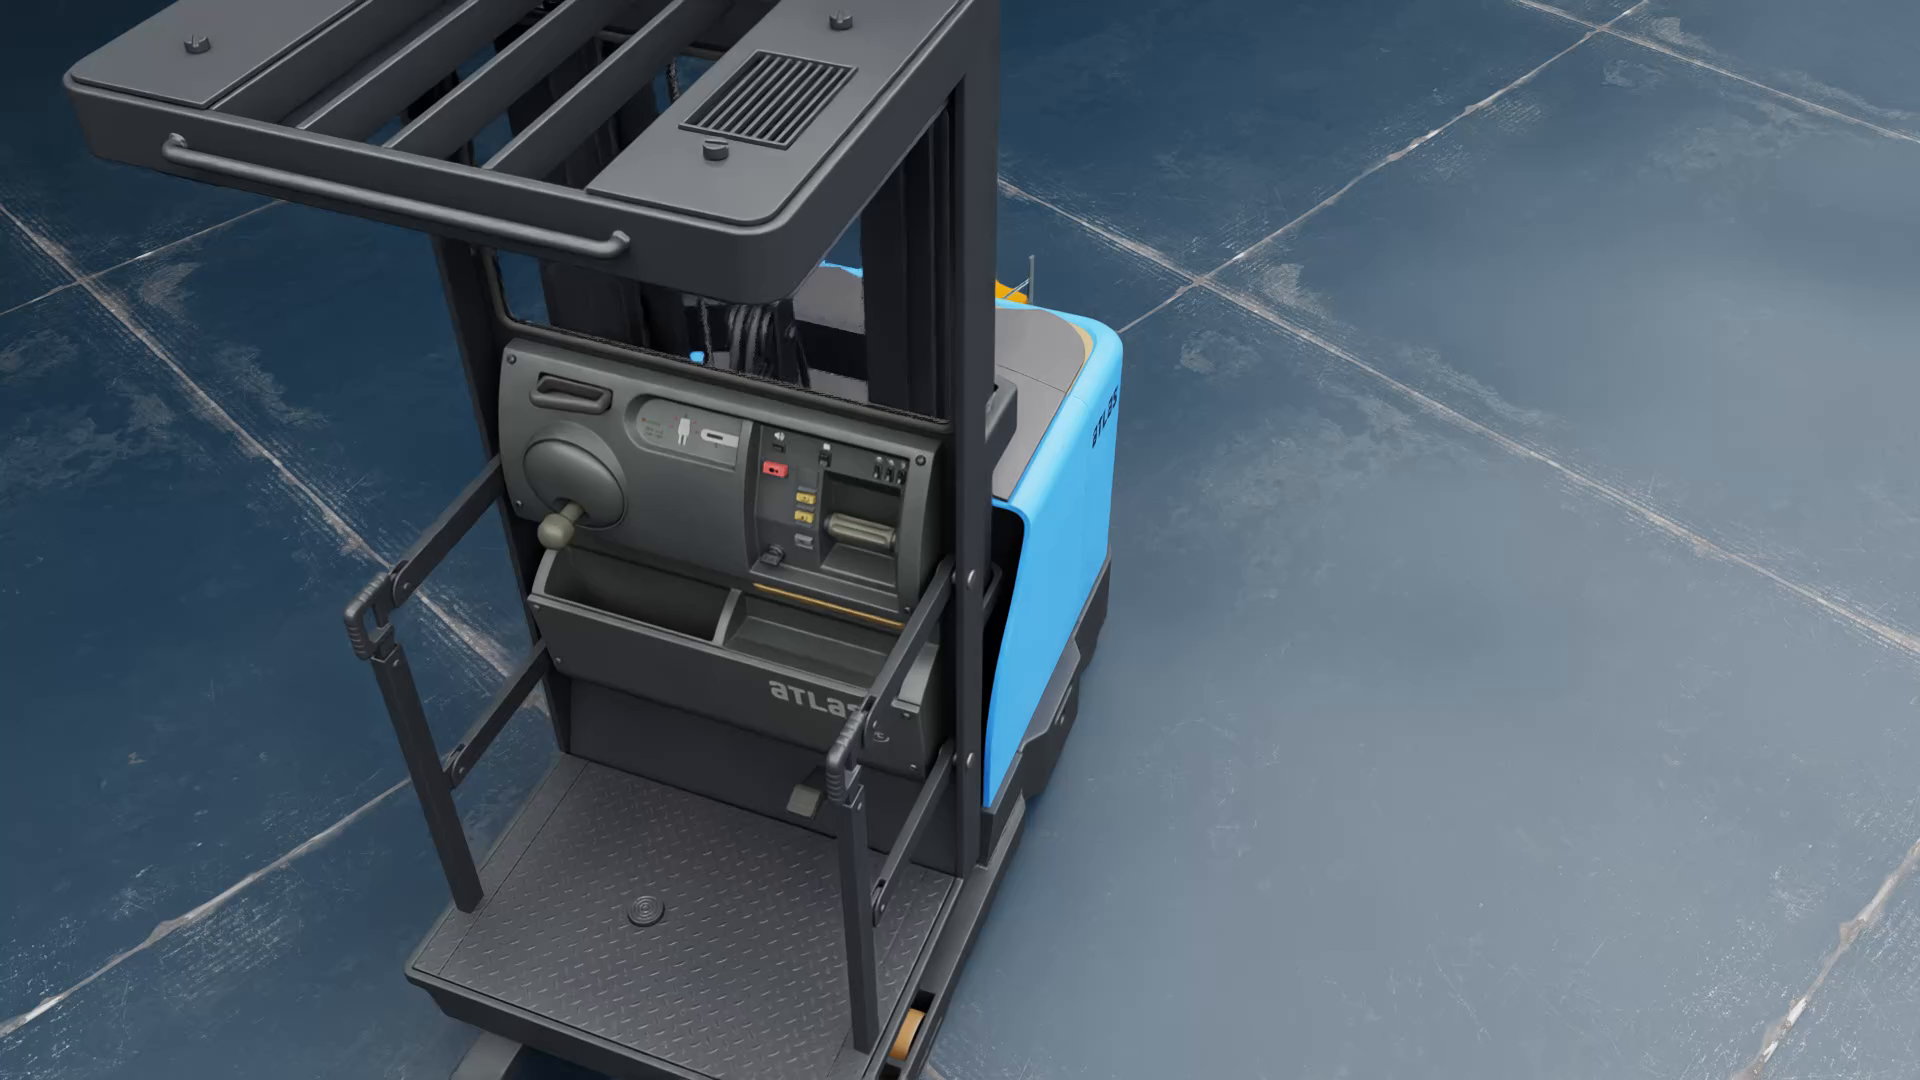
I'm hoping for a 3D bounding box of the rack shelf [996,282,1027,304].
[{"bbox_3d":[0.043,-0.593,4.715,0.240,0.259,0.215,29,50,28],"label":"rack shelf"}]

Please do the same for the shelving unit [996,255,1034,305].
[{"bbox_3d":[0.043,-0.392,4.901,0.252,1.050,0.215,29,50,28],"label":"shelving unit"}]

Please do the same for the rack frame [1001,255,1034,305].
[{"bbox_3d":[0.137,-0.340,4.844,0.008,1.050,0.200,29,50,28],"label":"rack frame"}]

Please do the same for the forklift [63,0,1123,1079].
[{"bbox_3d":[-0.567,-0.027,3.119,1.130,2.935,3.031,15,45,15],"label":"forklift"}]
